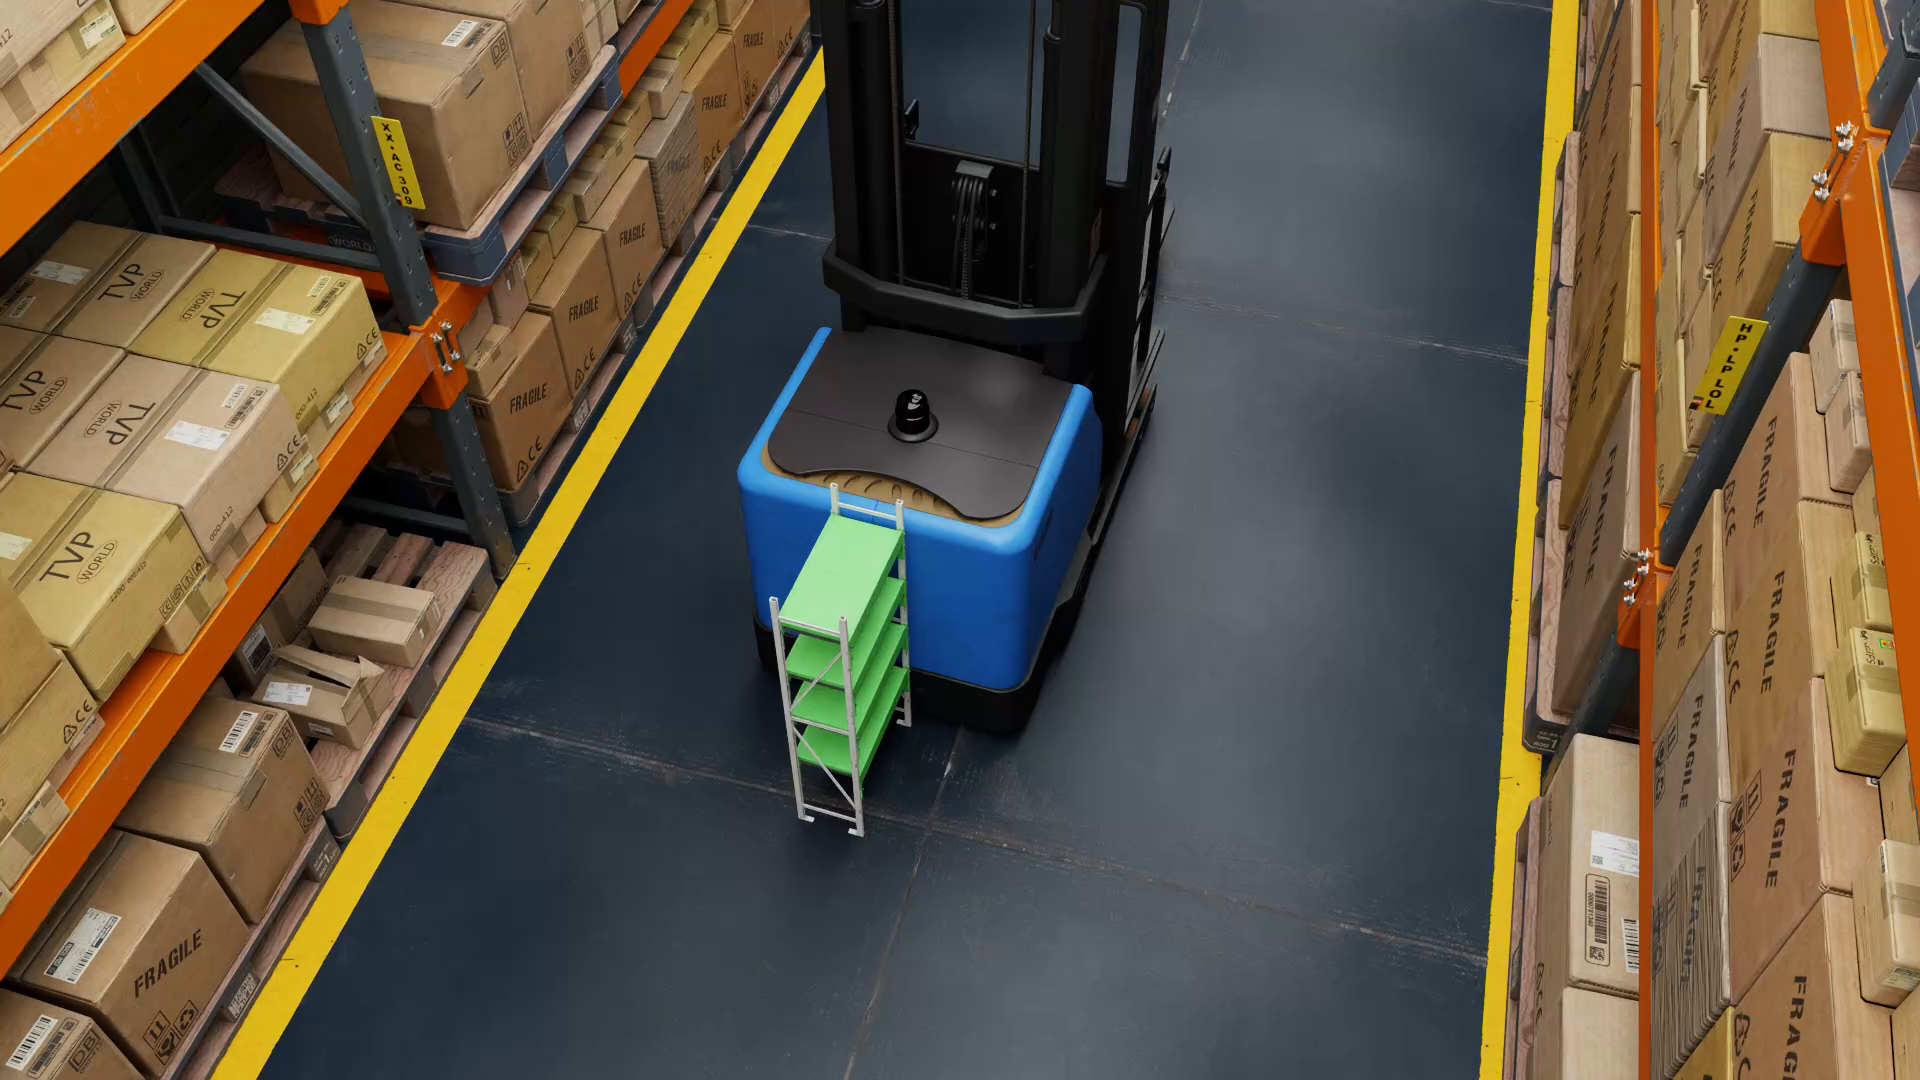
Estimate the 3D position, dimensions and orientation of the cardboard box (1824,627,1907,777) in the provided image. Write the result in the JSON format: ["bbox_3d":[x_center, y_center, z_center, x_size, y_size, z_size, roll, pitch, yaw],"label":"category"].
[{"bbox_3d":[1.901,0.339,3.203,0.380,0.149,0.250,10,49,9],"label":"cardboard box"}]

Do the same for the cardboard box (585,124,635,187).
[{"bbox_3d":[-1.620,-1.663,7.090,0.380,0.149,0.250,13,50,11],"label":"cardboard box"}]

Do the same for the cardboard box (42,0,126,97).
[{"bbox_3d":[-2.210,-1.194,3.889,0.380,0.149,0.250,13,50,11],"label":"cardboard box"}]

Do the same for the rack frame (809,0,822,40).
[{"bbox_3d":[-1.201,-3.866,8.080,1.000,3.000,0.127,12,50,10],"label":"rack frame"}]

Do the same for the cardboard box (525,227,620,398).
[{"bbox_3d":[-1.779,-0.977,6.917,0.500,0.500,0.500,11,49,10],"label":"cardboard box"}]

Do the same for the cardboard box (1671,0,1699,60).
[{"bbox_3d":[2.936,-1.955,6.160,0.500,0.250,0.500,11,50,10],"label":"cardboard box"}]

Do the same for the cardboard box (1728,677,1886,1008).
[{"bbox_3d":[1.892,0.670,3.344,0.500,0.500,0.500,12,50,11],"label":"cardboard box"}]

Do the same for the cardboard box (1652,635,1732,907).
[{"bbox_3d":[2.023,0.622,4.052,0.500,0.500,0.500,12,50,10],"label":"cardboard box"}]

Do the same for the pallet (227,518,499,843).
[{"bbox_3d":[-2.436,0.447,6.134,1.003,0.211,1.213,12,50,10],"label":"pallet"}]

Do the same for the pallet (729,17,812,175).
[{"bbox_3d":[-1.434,-2.410,8.655,1.003,0.211,1.213,12,50,10],"label":"pallet"}]

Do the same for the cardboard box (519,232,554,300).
[{"bbox_3d":[-1.848,-1.109,6.602,0.380,0.149,0.250,9,49,8],"label":"cardboard box"}]

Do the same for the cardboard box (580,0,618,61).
[{"bbox_3d":[-1.518,-1.996,6.239,0.396,0.266,0.258,14,50,12],"label":"cardboard box"}]

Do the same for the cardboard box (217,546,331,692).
[{"bbox_3d":[-2.656,0.210,5.996,0.500,0.311,0.500,13,50,11],"label":"cardboard box"}]

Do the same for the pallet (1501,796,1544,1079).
[{"bbox_3d":[2.260,1.462,5.238,1.003,0.211,1.213,12,50,10],"label":"pallet"}]

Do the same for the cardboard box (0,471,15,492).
[{"bbox_3d":[-2.908,0.021,4.551,0.500,0.250,0.500,13,50,11],"label":"cardboard box"}]

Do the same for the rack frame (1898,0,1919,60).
[{"bbox_3d":[2.535,-1.981,2.415,1.000,3.000,0.127,12,50,10],"label":"rack frame"}]

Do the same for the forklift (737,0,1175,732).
[{"bbox_3d":[0.198,-1.413,5.961,1.130,2.935,3.031,14,50,12],"label":"forklift"}]

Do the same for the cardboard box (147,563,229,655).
[{"bbox_3d":[-2.322,0.151,4.702,0.380,0.149,0.250,11,49,9],"label":"cardboard box"}]

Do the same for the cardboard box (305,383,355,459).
[{"bbox_3d":[-2.142,-0.416,5.203,0.380,0.149,0.250,13,50,11],"label":"cardboard box"}]

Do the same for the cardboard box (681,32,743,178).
[{"bbox_3d":[-1.382,-2.090,7.900,0.500,0.500,0.500,14,50,12],"label":"cardboard box"}]

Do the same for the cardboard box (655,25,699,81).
[{"bbox_3d":[-1.419,-2.237,7.597,0.380,0.149,0.250,11,49,9],"label":"cardboard box"}]

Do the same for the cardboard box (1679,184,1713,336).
[{"bbox_3d":[2.541,-0.841,5.177,0.500,0.250,0.500,13,50,11],"label":"cardboard box"}]

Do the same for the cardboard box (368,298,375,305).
[{"bbox_3d":[-2.436,-0.822,6.348,0.380,0.149,0.250,10,49,9],"label":"cardboard box"}]

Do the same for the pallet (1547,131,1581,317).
[{"bbox_3d":[3.308,-1.411,7.773,1.003,0.211,1.213,12,50,10],"label":"pallet"}]

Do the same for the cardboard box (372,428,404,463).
[{"bbox_3d":[-2.410,-0.698,6.671,0.500,0.500,0.500,11,50,10],"label":"cardboard box"}]

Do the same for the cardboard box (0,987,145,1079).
[{"bbox_3d":[-2.792,1.575,4.665,0.700,0.500,0.500,13,50,12],"label":"cardboard box"}]

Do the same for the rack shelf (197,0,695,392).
[{"bbox_3d":[-1.728,-2.181,7.073,1.077,0.370,4.000,12,50,10],"label":"rack shelf"}]

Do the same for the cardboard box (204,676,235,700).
[{"bbox_3d":[-2.770,0.577,5.780,0.380,0.149,0.250,11,49,10],"label":"cardboard box"}]

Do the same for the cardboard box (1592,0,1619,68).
[{"bbox_3d":[3.747,-2.565,8.404,0.950,0.372,0.625,9,49,7],"label":"cardboard box"}]

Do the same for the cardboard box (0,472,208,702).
[{"bbox_3d":[-2.415,0.119,4.465,0.500,0.250,0.500,11,50,10],"label":"cardboard box"}]

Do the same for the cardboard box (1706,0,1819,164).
[{"bbox_3d":[2.692,-1.471,5.233,0.500,0.500,0.500,13,50,11],"label":"cardboard box"}]

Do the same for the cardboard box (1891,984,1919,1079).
[{"bbox_3d":[1.754,0.900,2.708,0.380,0.149,0.250,13,50,11],"label":"cardboard box"}]

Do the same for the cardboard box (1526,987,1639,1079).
[{"bbox_3d":[2.032,1.794,4.514,0.875,0.438,0.875,10,49,9],"label":"cardboard box"}]

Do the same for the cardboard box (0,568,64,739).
[{"bbox_3d":[-2.533,0.264,3.837,0.500,0.500,0.500,13,50,11],"label":"cardboard box"}]

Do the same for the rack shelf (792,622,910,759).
[{"bbox_3d":[-0.370,0.468,5.541,0.258,0.148,0.480,14,50,12],"label":"rack shelf"}]

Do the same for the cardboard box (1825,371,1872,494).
[{"bbox_3d":[2.150,-0.208,3.686,0.380,0.149,0.250,12,50,11],"label":"cardboard box"}]

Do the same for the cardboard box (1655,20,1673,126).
[{"bbox_3d":[2.955,-1.782,6.341,0.500,0.250,0.500,13,50,11],"label":"cardboard box"}]

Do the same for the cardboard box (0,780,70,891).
[{"bbox_3d":[-2.519,0.704,4.214,0.380,0.149,0.250,13,50,11],"label":"cardboard box"}]

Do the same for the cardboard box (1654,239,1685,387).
[{"bbox_3d":[2.545,-0.688,5.376,0.500,0.250,0.500,11,49,10],"label":"cardboard box"}]

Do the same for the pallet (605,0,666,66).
[{"bbox_3d":[-1.709,-2.394,6.910,1.003,0.211,1.213,12,50,10],"label":"pallet"}]

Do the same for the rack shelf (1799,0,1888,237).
[{"bbox_3d":[3.062,-2.197,5.086,1.077,0.370,4.000,12,50,10],"label":"rack shelf"}]

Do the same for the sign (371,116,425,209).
[{"bbox_3d":[-1.729,-1.157,5.112,0.100,0.325,0.005,12,50,10],"label":"sign"}]

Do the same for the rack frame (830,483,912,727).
[{"bbox_3d":[-0.292,0.252,5.646,0.240,1.200,0.015,14,50,12],"label":"rack frame"}]

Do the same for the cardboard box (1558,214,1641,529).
[{"bbox_3d":[2.852,-0.551,6.291,0.875,0.875,0.875,13,50,11],"label":"cardboard box"}]

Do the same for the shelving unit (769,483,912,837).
[{"bbox_3d":[-0.370,0.425,5.493,0.258,1.200,0.503,14,50,12],"label":"shelving unit"}]
